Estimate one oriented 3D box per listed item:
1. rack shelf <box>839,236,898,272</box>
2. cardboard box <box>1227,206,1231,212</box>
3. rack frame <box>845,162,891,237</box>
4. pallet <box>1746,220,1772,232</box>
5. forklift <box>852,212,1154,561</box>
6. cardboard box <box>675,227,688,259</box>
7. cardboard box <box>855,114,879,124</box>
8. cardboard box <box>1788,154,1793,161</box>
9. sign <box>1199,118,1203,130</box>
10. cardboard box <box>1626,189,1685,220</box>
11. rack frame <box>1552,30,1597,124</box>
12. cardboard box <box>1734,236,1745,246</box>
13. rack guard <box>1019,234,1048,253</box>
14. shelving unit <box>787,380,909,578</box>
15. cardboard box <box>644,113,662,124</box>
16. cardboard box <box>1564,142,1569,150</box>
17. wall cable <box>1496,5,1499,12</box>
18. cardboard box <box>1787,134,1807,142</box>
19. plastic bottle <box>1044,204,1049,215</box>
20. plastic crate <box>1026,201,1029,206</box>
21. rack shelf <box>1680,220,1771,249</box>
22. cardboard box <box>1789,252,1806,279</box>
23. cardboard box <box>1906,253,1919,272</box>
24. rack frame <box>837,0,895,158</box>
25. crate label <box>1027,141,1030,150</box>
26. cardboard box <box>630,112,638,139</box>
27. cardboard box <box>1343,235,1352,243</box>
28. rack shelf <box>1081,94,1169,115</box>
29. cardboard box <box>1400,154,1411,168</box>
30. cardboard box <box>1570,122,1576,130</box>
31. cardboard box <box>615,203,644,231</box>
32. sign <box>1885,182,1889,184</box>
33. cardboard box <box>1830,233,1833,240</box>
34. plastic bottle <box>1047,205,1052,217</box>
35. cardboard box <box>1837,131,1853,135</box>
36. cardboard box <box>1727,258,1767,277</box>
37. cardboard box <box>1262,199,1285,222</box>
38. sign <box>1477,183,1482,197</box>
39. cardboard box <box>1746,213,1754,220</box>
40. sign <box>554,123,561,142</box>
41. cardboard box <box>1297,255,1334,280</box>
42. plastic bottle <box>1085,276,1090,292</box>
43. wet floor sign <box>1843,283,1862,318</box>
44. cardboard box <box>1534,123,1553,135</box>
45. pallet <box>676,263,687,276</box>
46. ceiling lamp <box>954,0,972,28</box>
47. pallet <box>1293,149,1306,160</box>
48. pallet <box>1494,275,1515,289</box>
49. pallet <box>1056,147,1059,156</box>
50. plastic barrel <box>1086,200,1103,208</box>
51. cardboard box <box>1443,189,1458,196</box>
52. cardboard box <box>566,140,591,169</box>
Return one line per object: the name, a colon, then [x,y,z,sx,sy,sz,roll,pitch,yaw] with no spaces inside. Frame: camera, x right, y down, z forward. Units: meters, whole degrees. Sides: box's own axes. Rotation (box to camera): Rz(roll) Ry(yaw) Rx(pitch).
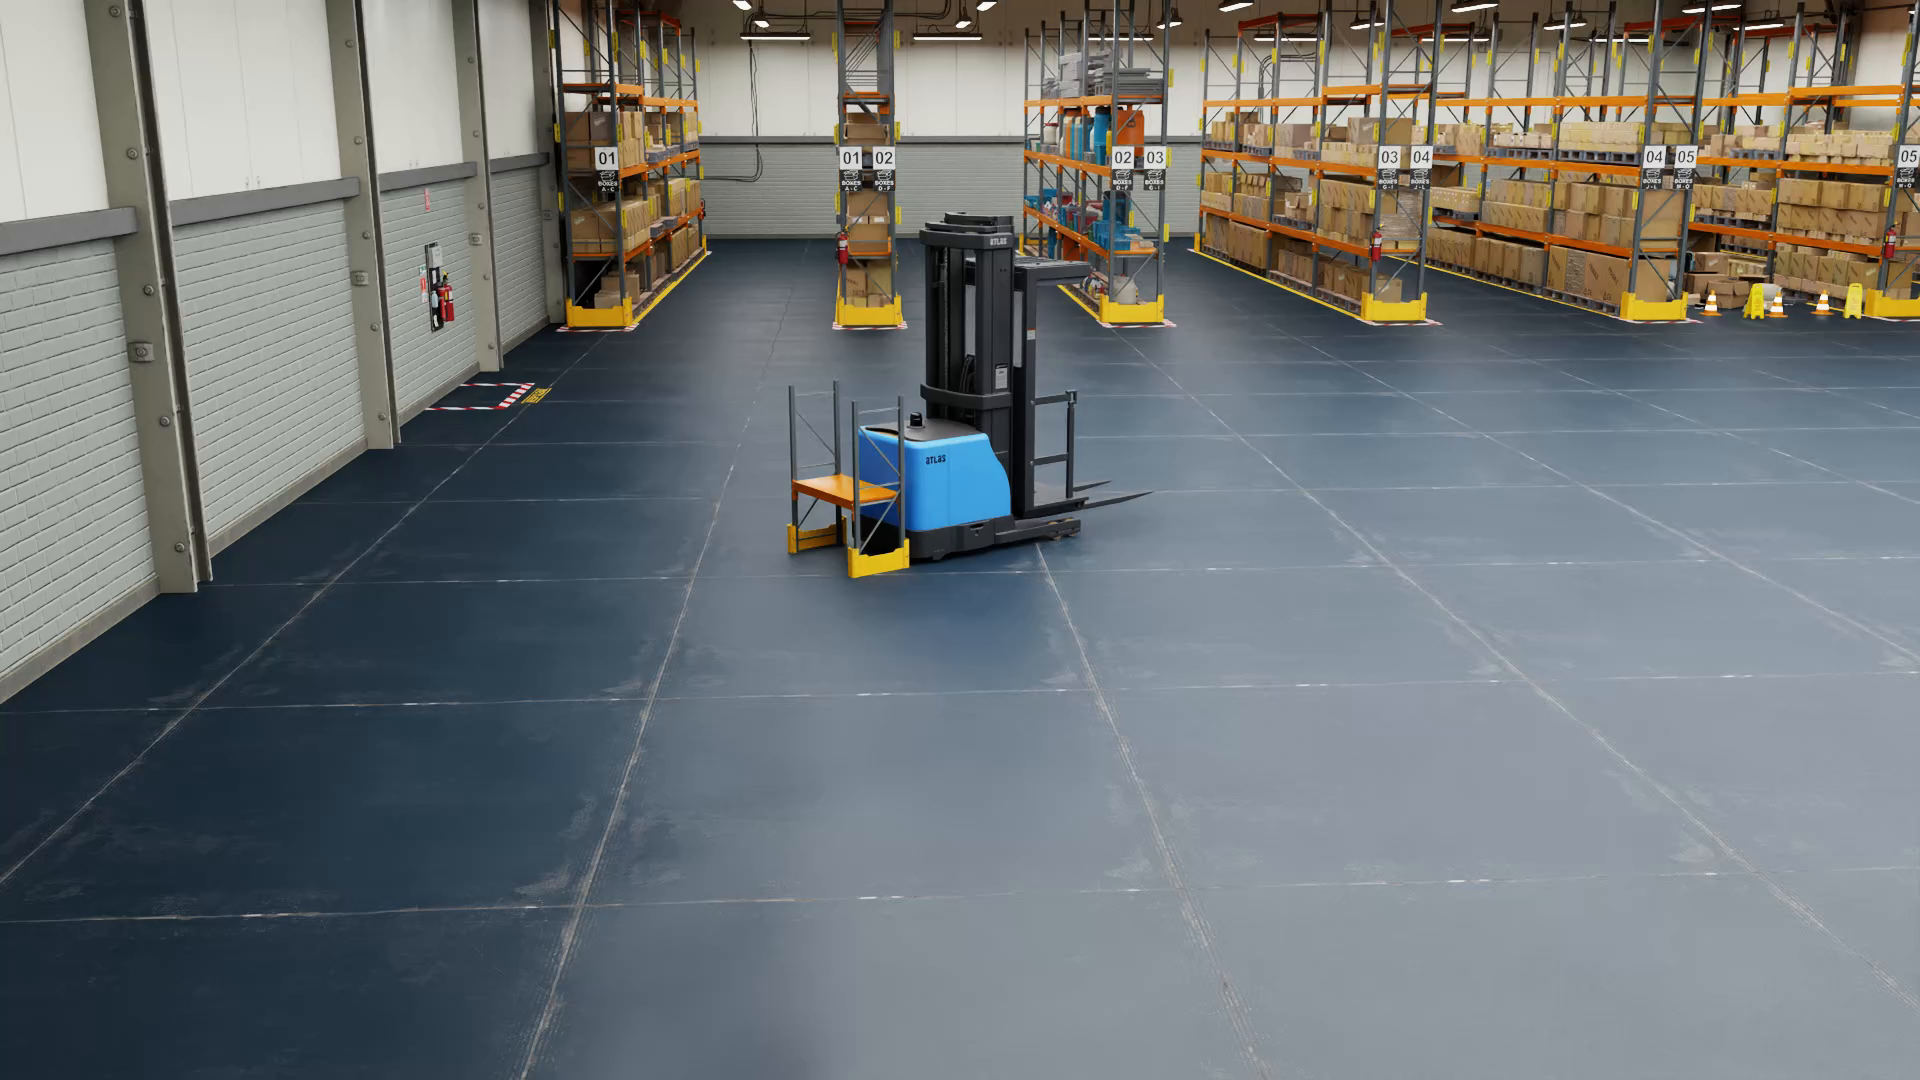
rack shelf: [-1.805,-5.614,32.494,1.077,0.370,4.000,-1,14,-3]
cardboard box: [7.117,-8.551,42.967,0.380,0.149,0.250,-1,14,-3]
rack frame: [-1.929,-6.460,34.337,1.000,3.000,0.127,-1,14,-3]
pallet: [17.947,-6.864,36.294,1.003,0.211,1.213,-1,14,-3]
forklift: [0.496,-1.515,15.257,3.031,2.935,1.130,-11,18,-36]
cardboard box: [-7.199,-7.375,41.364,0.750,0.750,0.750,-1,14,-3]
cardboard box: [-1.928,-8.560,34.435,0.500,0.500,0.500,-1,14,-3]
cardboard box: [17.622,-8.014,34.861,0.380,0.149,0.250,-1,14,-4]
sign: [6.661,-11.504,46.007,0.100,0.325,0.005,-1,14,-3]
cardboard box: [13.179,-6.357,31.469,0.875,0.550,0.550,-1,14,-3]
rack frame: [17.106,-12.655,46.374,1.000,3.000,0.127,-1,14,-3]
cardboard box: [22.017,-8.453,46.257,0.700,0.500,0.500,0,14,-1]
rack guard: [2.257,-8.315,46.564,1.175,0.500,0.348,-1,14,-3]
shelving unit: [-0.986,-0.556,14.401,0.587,1.500,1.083,-10,18,-35]
cardboard box: [-7.396,-10.092,39.844,0.500,0.250,0.500,-1,14,-5]
cardboard box: [12.617,-8.086,34.098,0.380,0.149,0.250,-1,14,-3]
wall cable: [15.427,-17.244,50.968,2.355,3.000,0.029,-1,14,-3]
cardboard box: [17.543,-8.399,34.757,0.380,0.149,0.250,-1,14,-4]
plastic bottle: [2.191,-8.253,41.555,0.152,0.276,0.135,-1,14,-3]
plastic crate: [1.938,-9.105,45.026,0.250,0.136,0.298,-1,14,-3]
rack shelf: [17.726,-6.914,37.545,1.077,0.370,4.000,-1,14,-3]
cardboard box: [17.662,-5.716,34.616,0.500,0.500,0.500,0,14,-1]
cardboard box: [22.629,-6.573,38.699,0.875,0.625,0.625,0,14,-2]
rack frame: [-1.681,-8.370,29.723,1.000,3.000,0.127,-1,14,-3]
crate label: [2.006,-10.666,44.964,0.408,0.251,0.502,-1,14,-3]
cardboard box: [-6.484,-7.991,32.022,0.500,0.500,0.500,-1,14,-5]
cardboard box: [7.785,-5.935,32.800,0.380,0.149,0.250,-1,14,-3]
rack shelf: [3.139,-8.401,32.090,1.077,0.370,4.000,-1,14,-3]
cardboard box: [8.435,-7.121,31.188,0.500,0.250,0.500,0,14,-2]
cardboard box: [12.631,-8.410,33.758,0.380,0.149,0.250,-1,14,-4]
cardboard box: [-6.478,-6.320,32.551,0.500,0.500,0.500,-1,14,-5]
sign: [22.015,-8.349,39.514,0.100,0.325,0.005,-1,14,-3]
cardboard box: [17.785,-6.119,33.515,0.380,0.149,0.250,-1,14,-3]
plastic bottle: [2.225,-8.114,41.014,0.152,0.276,0.135,-1,14,-3]
cardboard box: [22.043,-10.096,41.312,0.380,0.149,0.250,-1,14,-3]
cardboard box: [17.722,-6.178,37.671,0.950,0.372,0.625,0,14,-2]
cardboard box: [7.433,-7.774,39.244,0.500,0.500,0.500,0,14,-2]
sign: [12.126,-8.170,38.818,0.100,0.325,0.005,-1,14,-3]
cardboard box: [17.492,-7.100,36.485,0.380,0.149,0.250,-1,14,-4]
sign: [-7.180,-7.266,29.672,0.100,0.325,0.005,-1,14,-3]
cardboard box: [7.896,-6.025,36.782,0.700,0.500,0.500,-2,15,-8]
plastic bottle: [2.651,-5.258,34.101,0.144,0.351,0.185,0,14,-2]
wet floor sign: [17.041,-4.566,31.702,0.267,0.644,0.232,4,15,16]
cardboard box: [13.055,-8.983,36.880,0.500,0.500,0.500,-1,14,-3]
pallet: [-7.167,-6.527,40.193,1.003,0.211,1.213,-1,14,-3]
ceiling lamp: [0.324,-14.015,39.947,0.800,3.185,2.000,-1,14,-3]
pallet: [7.959,-8.387,36.183,1.213,0.211,1.003,-1,14,-3]
pallet: [12.714,-5.808,37.399,1.003,0.211,1.213,-1,14,-3]
pallet: [2.818,-9.083,38.892,1.003,0.211,1.213,-1,14,-3]
plastic barrel: [3.098,-7.485,38.050,0.600,0.536,0.708,-1,14,-3]
cardboard box: [12.086,-8.529,40.847,0.380,0.149,0.250,0,14,-2]
cardboard box: [-6.904,-6.998,30.169,0.500,0.500,0.500,0,14,1]
